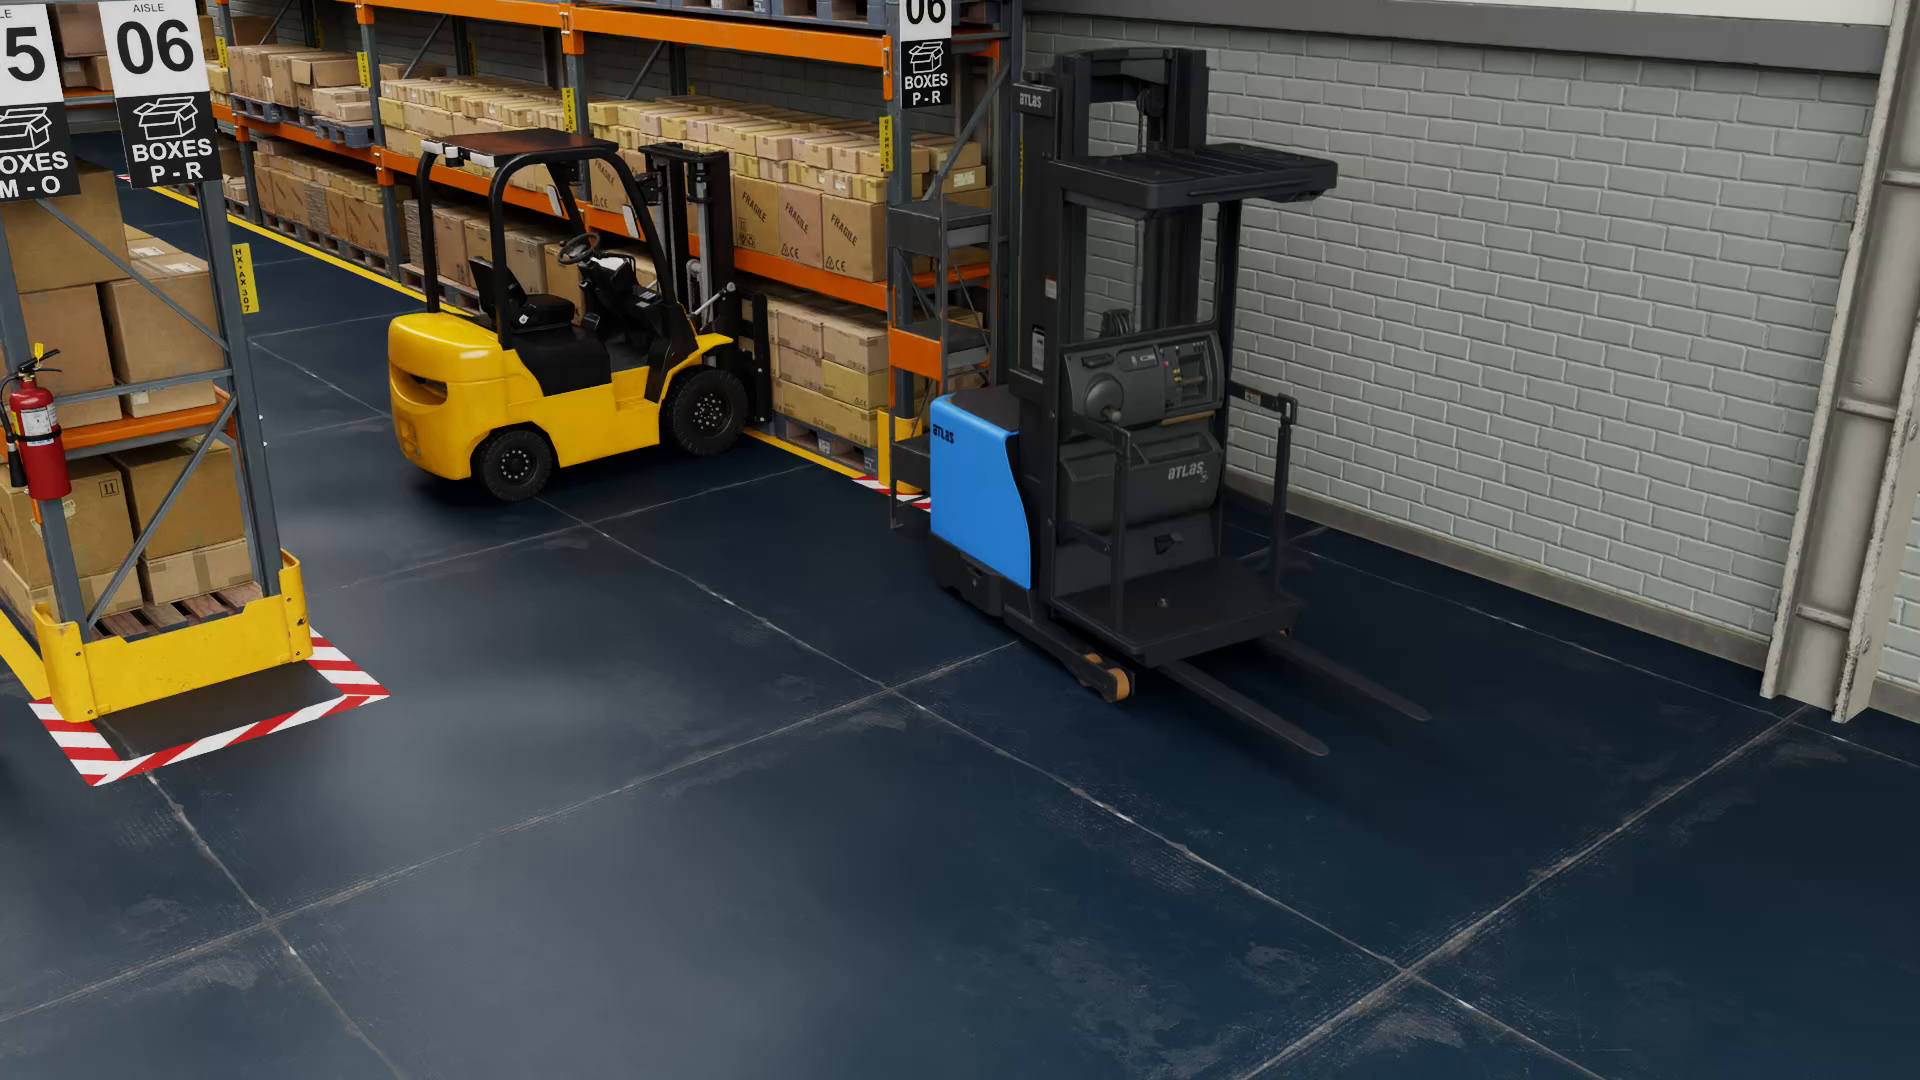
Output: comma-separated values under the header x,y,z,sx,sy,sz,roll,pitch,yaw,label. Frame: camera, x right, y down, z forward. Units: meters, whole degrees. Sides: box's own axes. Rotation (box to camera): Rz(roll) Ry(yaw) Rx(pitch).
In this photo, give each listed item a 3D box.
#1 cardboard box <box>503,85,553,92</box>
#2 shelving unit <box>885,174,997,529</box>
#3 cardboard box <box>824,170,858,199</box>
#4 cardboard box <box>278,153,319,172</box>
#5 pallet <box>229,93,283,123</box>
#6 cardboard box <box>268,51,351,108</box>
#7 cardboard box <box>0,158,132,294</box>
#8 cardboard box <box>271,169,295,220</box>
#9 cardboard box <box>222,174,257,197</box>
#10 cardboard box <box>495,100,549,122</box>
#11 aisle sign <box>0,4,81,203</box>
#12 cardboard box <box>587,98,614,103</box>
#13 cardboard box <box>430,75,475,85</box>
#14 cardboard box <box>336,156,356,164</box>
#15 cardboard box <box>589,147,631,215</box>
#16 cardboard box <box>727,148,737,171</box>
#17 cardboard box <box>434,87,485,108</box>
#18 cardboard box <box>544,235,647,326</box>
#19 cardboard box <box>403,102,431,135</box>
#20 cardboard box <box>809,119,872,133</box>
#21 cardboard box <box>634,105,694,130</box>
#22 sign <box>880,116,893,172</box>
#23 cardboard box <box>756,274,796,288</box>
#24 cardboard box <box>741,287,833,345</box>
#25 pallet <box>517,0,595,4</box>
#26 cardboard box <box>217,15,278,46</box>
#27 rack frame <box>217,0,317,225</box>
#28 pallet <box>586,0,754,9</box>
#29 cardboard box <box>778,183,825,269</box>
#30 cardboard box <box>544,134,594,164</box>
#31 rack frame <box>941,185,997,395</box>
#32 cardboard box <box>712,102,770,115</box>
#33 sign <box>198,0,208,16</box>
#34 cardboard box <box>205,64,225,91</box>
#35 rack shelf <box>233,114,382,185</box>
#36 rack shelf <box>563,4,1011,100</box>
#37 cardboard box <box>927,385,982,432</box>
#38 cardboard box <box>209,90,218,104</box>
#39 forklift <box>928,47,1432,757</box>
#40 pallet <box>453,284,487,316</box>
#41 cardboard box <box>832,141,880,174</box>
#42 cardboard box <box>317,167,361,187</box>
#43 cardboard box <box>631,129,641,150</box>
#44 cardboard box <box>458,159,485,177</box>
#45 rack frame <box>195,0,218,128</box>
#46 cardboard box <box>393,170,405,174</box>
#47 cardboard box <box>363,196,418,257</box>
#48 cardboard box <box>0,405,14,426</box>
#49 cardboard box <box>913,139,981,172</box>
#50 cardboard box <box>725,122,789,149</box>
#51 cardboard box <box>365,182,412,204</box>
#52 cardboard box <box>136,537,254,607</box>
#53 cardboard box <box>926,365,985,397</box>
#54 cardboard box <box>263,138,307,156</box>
x,y,z,sx,sy,sz,roll,pitch,yaw,label
-3.951,-4.072,15.242,0.380,0.149,0.250,-18,28,-38,cardboard box
-0.108,-1.023,9.718,0.431,2.100,0.503,-17,27,-37,shelving unit
-0.652,-2.319,10.766,0.380,0.149,0.250,-17,27,-37,cardboard box
-7.409,-4.238,18.654,0.380,0.149,0.250,-19,28,-40,cardboard box
-7.418,-4.857,18.535,1.003,0.211,1.213,-17,27,-37,pallet
-6.861,-4.889,17.639,0.700,0.500,0.500,-18,27,-38,cardboard box
-4.281,-1.435,7.619,0.700,0.500,0.500,-18,28,-39,cardboard box
-7.357,-3.893,18.662,0.500,0.500,0.500,-18,28,-38,cardboard box
-8.677,-4.298,20.019,0.396,0.266,0.258,-16,27,-36,cardboard box
-3.724,-3.649,14.160,0.380,0.149,0.250,-18,28,-39,cardboard box
-3.961,-1.820,6.952,0.394,0.787,0.004,-17,27,-37,aisle sign
-3.182,-3.701,14.294,0.380,0.149,0.250,-18,28,-38,cardboard box
-4.881,-4.395,16.066,0.380,0.149,0.250,-16,27,-36,cardboard box
-6.732,-4.204,18.567,0.380,0.149,0.250,-17,27,-36,cardboard box
-2.543,-2.845,12.997,0.500,0.500,0.500,-18,28,-39,cardboard box
-1.413,-2.695,11.724,0.380,0.149,0.250,-18,27,-38,cardboard box
-4.532,-4.009,15.079,0.380,0.149,0.250,-17,27,-37,cardboard box
-2.984,-2.214,14.205,0.875,0.625,0.625,-16,26,-35,cardboard box
-4.816,-3.932,15.430,0.500,0.250,0.500,-16,27,-36,cardboard box
-0.848,-2.893,11.824,0.380,0.149,0.250,-18,28,-39,cardboard box
-2.240,-3.192,12.587,0.380,0.149,0.250,-18,28,-38,cardboard box
-0.444,-2.402,10.091,0.100,0.325,0.005,-17,27,-37,sign
-1.171,-1.858,12.437,0.500,0.250,0.500,-18,28,-38,cardboard box
-1.236,-1.588,11.750,0.500,0.250,0.500,-17,27,-37,cardboard box
-3.221,-4.531,13.589,0.805,0.209,1.217,-19,28,-39,pallet
-8.628,-6.086,20.179,0.500,0.500,0.500,-18,28,-39,cardboard box
-7.857,-5.193,19.130,1.000,3.000,0.127,-17,27,-37,rack frame
-2.059,-4.109,12.370,1.003,0.211,1.213,-17,27,-37,pallet
-0.876,-2.143,11.207,0.500,0.500,0.500,-16,27,-36,cardboard box
-3.150,-3.221,13.614,0.500,0.250,0.500,-18,28,-39,cardboard box
0.051,-0.956,9.546,0.400,2.100,0.015,-17,27,-37,rack frame
-1.672,-3.250,12.736,0.380,0.149,0.250,-18,28,-38,cardboard box
-10.035,-7.111,22.006,0.100,0.325,0.005,-17,27,-37,sign
-8.713,-5.480,19.659,0.500,0.250,0.500,-17,27,-37,cardboard box
-6.552,-4.306,17.851,1.077,0.370,4.000,-17,27,-37,rack shelf
-1.330,-3.492,11.661,1.077,0.370,4.000,-17,27,-37,rack shelf
-0.197,-0.975,11.556,0.500,0.250,0.500,-17,27,-37,cardboard box
-8.631,-5.237,19.587,0.380,0.149,0.250,-17,27,-36,cardboard box
1.019,-0.777,7.950,1.130,2.935,3.031,-13,25,-29,forklift
-3.946,-2.216,15.353,1.003,0.211,1.213,-17,27,-37,pallet
-0.602,-2.475,10.754,0.380,0.149,0.250,-17,27,-37,cardboard box
-6.605,-3.871,17.717,0.380,0.149,0.250,-19,28,-40,cardboard box
-2.265,-3.044,12.617,0.380,0.149,0.250,-18,27,-38,cardboard box
-4.138,-3.413,14.791,0.500,0.250,0.500,-16,27,-36,cardboard box
-10.468,-6.298,21.952,1.000,3.000,0.127,-17,27,-37,rack frame
-5.834,-3.867,17.706,0.380,0.149,0.250,-19,28,-40,cardboard box
-5.685,-3.185,16.856,0.500,0.500,0.500,-16,27,-36,cardboard box
-4.438,-0.674,7.937,0.380,0.149,0.250,-18,28,-38,cardboard box
-0.082,-2.509,10.842,0.380,0.149,0.250,-18,28,-38,cardboard box
-1.423,-2.836,11.678,0.380,0.149,0.250,-17,27,-37,cardboard box
-5.761,-3.498,16.764,0.380,0.149,0.250,-19,28,-40,cardboard box
-4.099,0.101,8.808,0.500,0.250,0.500,-18,28,-38,cardboard box
-0.174,-1.205,11.457,0.500,0.250,0.500,-17,27,-36,cardboard box
-7.619,-4.443,18.768,0.380,0.149,0.250,-19,28,-40,cardboard box
